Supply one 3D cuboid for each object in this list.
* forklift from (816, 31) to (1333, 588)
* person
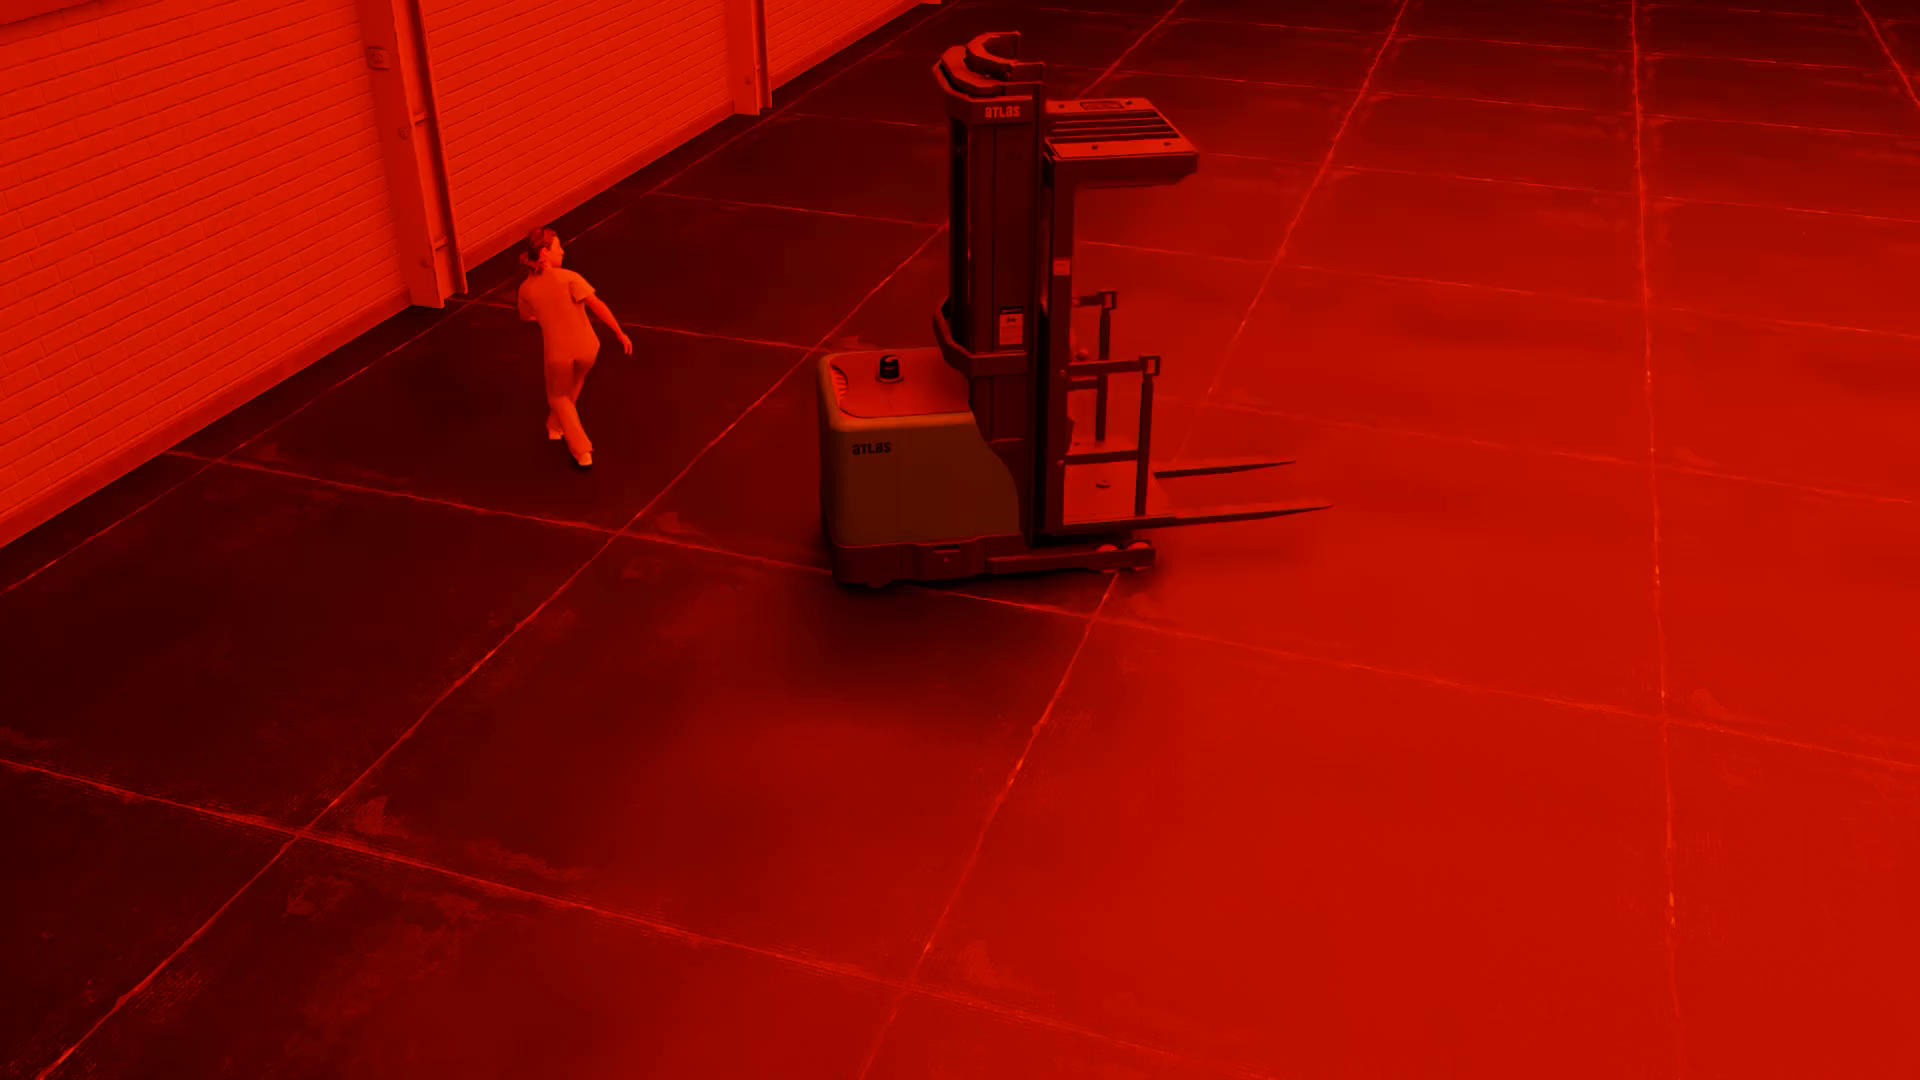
[{"bbox_3d":[0.701,-1.330,9.470,3.031,2.935,1.130,-5,30,-8],"label":"forklift"},{"bbox_3d":[-2.497,-1.293,10.838,0.686,1.538,0.767,-7,30,-12],"label":"person"}]
